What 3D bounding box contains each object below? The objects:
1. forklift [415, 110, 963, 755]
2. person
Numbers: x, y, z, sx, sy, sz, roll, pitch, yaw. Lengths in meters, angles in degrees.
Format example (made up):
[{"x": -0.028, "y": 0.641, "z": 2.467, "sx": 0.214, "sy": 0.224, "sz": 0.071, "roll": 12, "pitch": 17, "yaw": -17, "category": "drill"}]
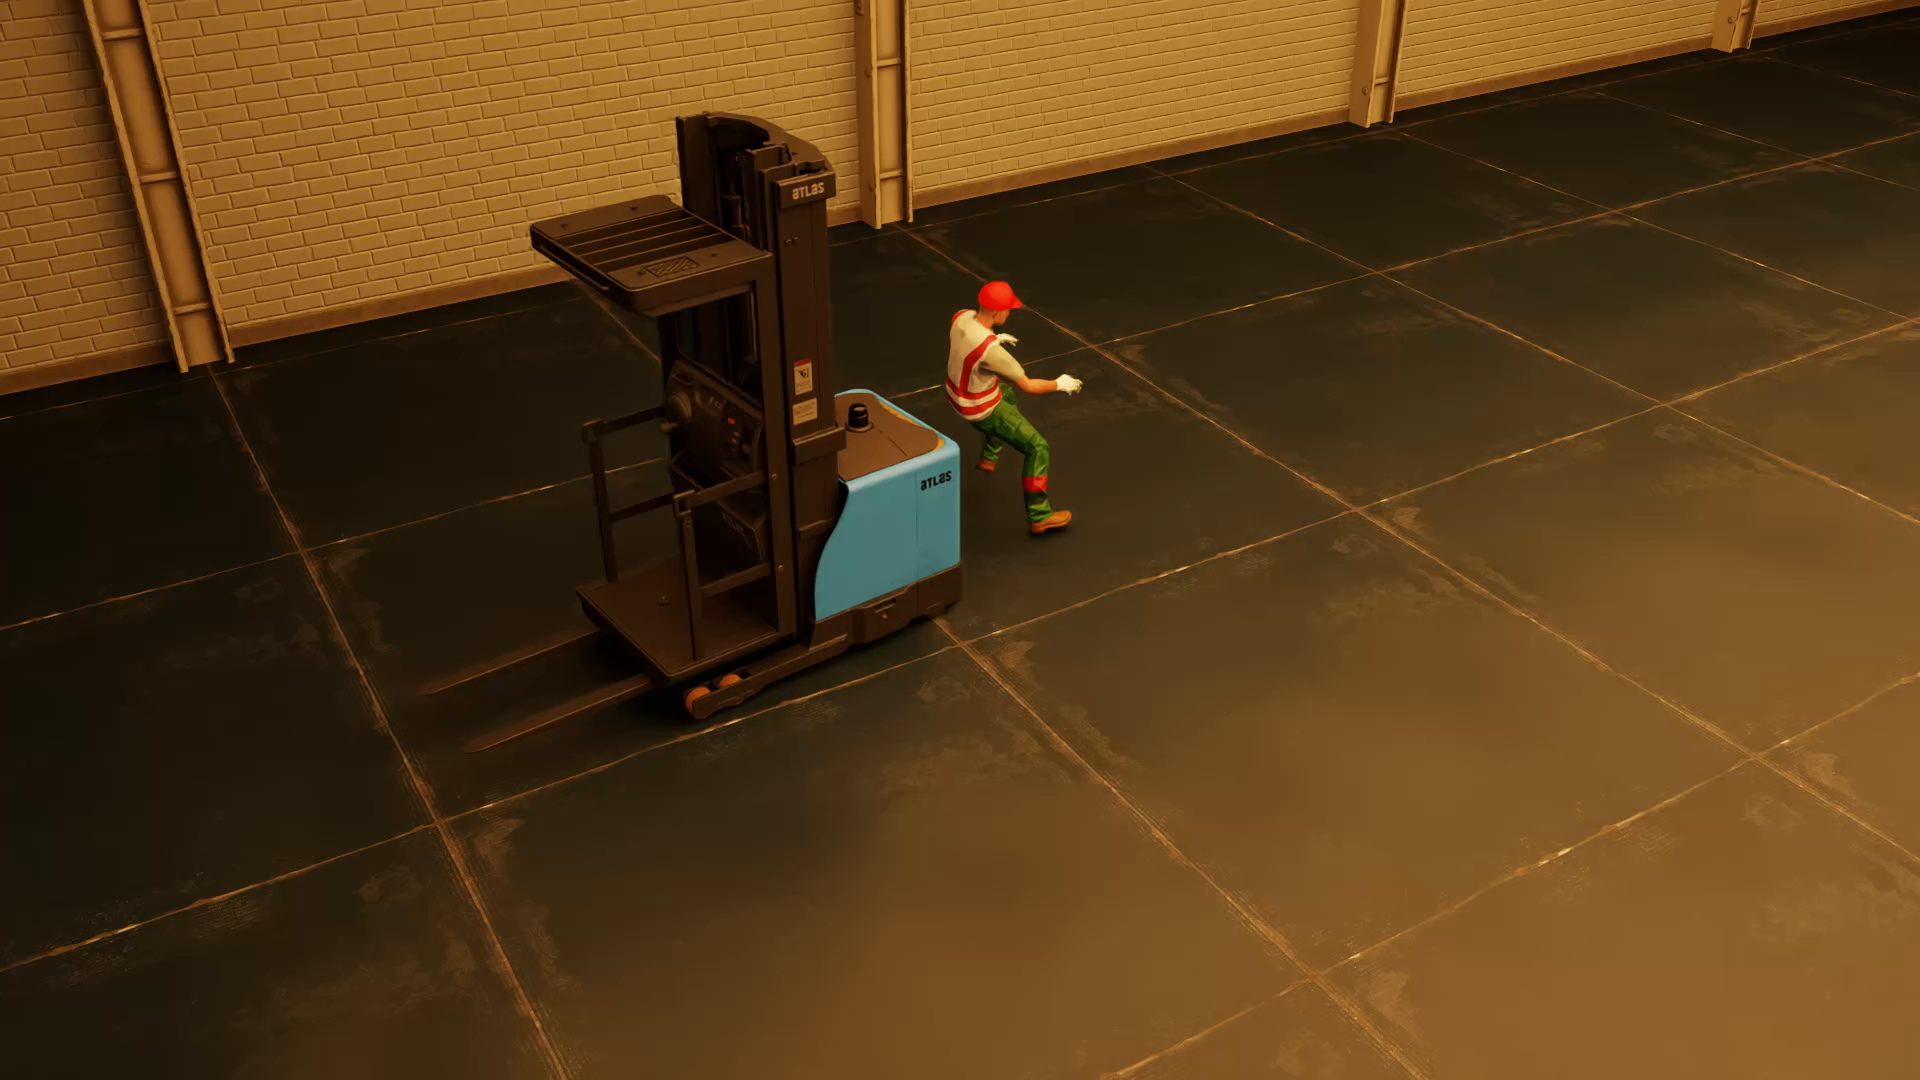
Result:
[{"x": -1.462, "y": -0.608, "z": 8.663, "sx": 3.031, "sy": 2.935, "sz": 1.130, "roll": -21, "pitch": 37, "yaw": -31, "category": "forklift"}, {"x": 0.324, "y": -0.925, "z": 10.438, "sx": 0.763, "sy": 1.580, "sz": 0.890, "roll": -12, "pitch": 33, "yaw": -19, "category": "person"}]
